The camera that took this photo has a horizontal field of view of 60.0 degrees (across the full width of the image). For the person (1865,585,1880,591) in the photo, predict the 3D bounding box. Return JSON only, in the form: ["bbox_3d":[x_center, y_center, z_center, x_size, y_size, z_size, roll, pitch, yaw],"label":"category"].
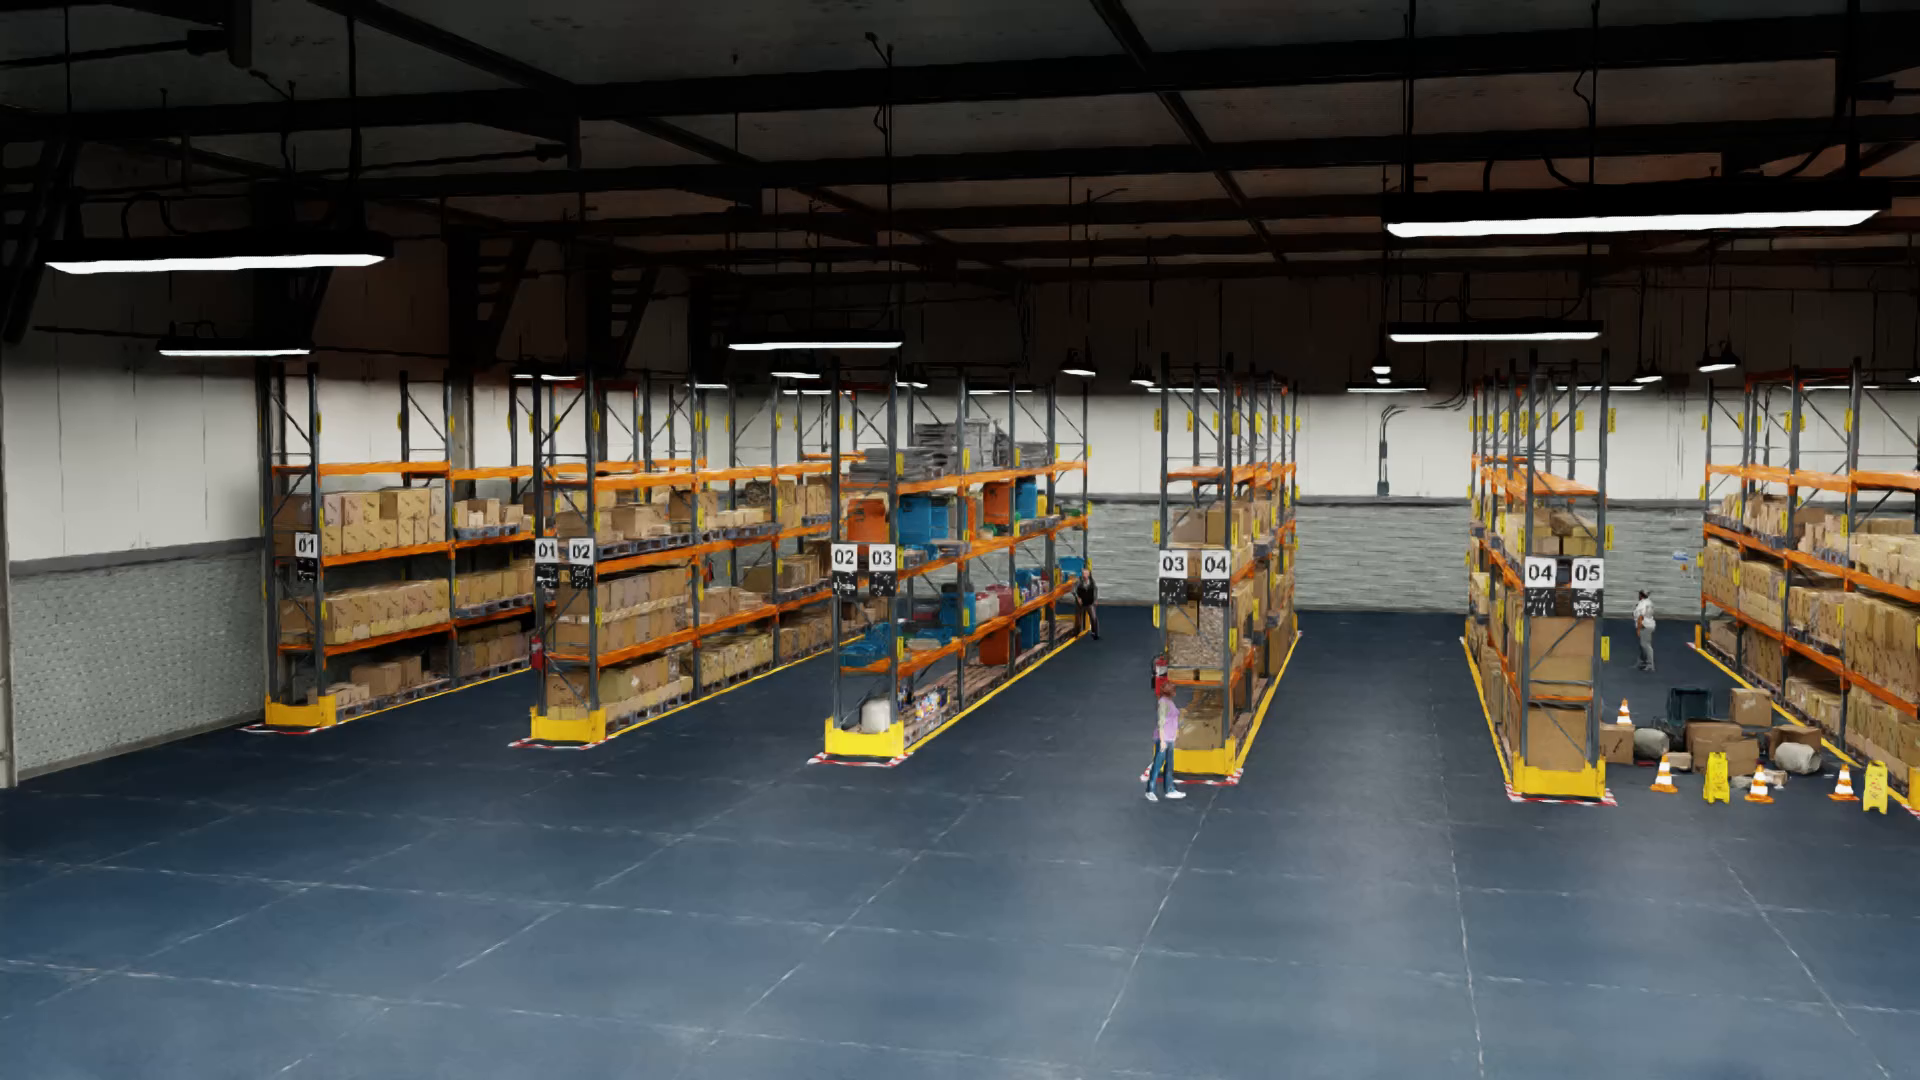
[{"bbox_3d":[20.599,1.551,37.499,0.690,1.634,0.517,-1,4,-13],"label":"person"}]

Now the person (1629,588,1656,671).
[{"bbox_3d":[13.832,1.794,33.679,0.562,1.655,0.611,3,5,36],"label":"person"}]

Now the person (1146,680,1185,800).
[{"bbox_3d":[2.714,2.650,22.081,0.454,1.594,0.527,2,4,22],"label":"person"}]

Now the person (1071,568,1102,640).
[{"bbox_3d":[2.894,1.460,38.472,0.679,1.662,0.833,0,4,-4],"label":"person"}]
